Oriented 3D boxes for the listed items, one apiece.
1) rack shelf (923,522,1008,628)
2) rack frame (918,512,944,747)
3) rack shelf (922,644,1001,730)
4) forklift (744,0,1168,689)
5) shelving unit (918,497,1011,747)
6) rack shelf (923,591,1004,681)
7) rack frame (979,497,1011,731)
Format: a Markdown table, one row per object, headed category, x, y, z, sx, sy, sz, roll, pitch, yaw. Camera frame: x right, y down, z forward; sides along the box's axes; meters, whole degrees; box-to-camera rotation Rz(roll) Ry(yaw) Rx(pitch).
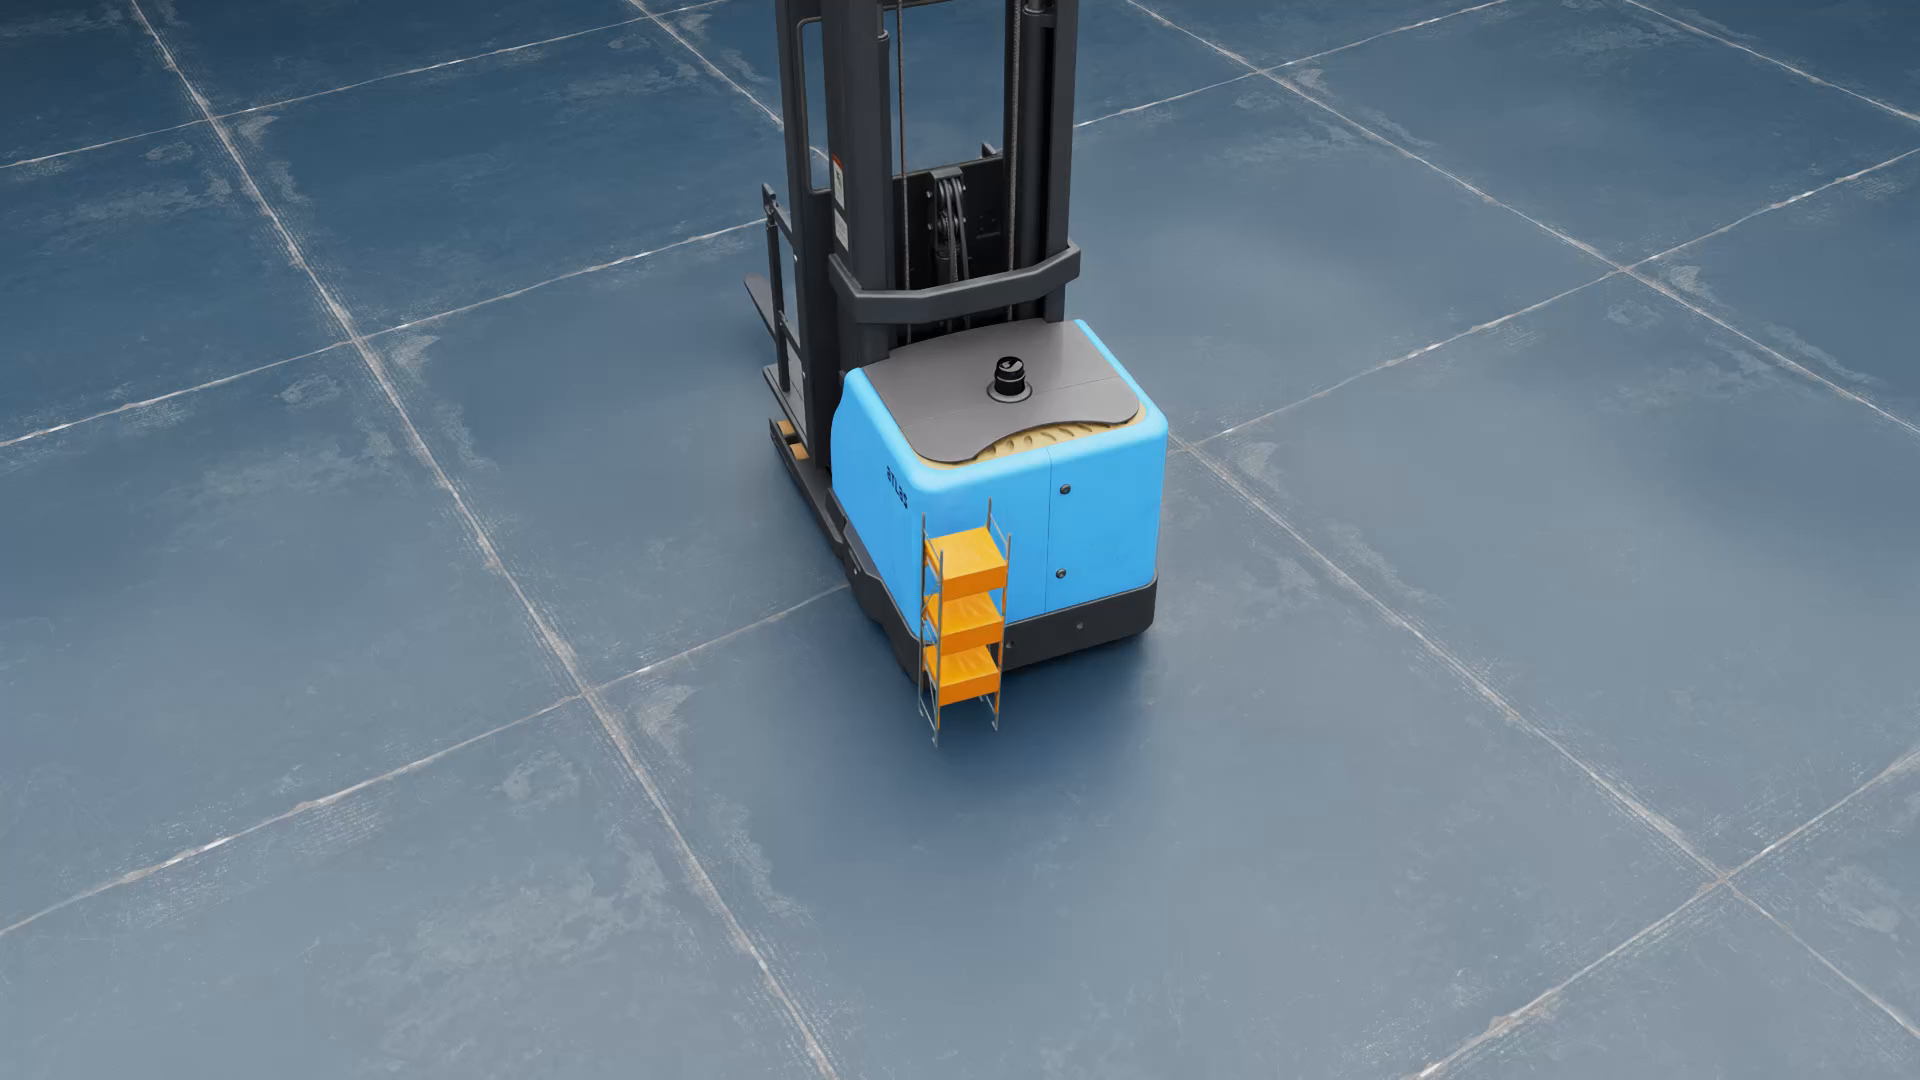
| category | x | y | z | sx | sy | sz | roll | pitch | yaw |
| --- | --- | --- | --- | --- | --- | --- | --- | --- | --- |
| rack shelf | 0.014 | 0.123 | 5.844 | 0.240 | 0.259 | 0.215 | -13 | 47 | -15 |
| rack frame | -0.108 | 0.345 | 6.003 | 0.008 | 1.050 | 0.200 | -13 | 47 | -15 |
| rack shelf | -0.002 | 0.523 | 6.238 | 0.240 | 0.259 | 0.215 | -13 | 47 | -15 |
| forklift | -0.232 | -1.496 | 6.756 | 1.130 | 2.935 | 3.031 | -14 | 42 | -17 |
| shelving unit | 0.006 | 0.318 | 6.036 | 0.252 | 1.050 | 0.215 | -13 | 47 | -15 |
| rack shelf | 0.006 | 0.325 | 6.043 | 0.240 | 0.259 | 0.215 | -13 | 47 | -15 |
| rack frame | 0.121 | 0.290 | 6.068 | 0.008 | 1.050 | 0.200 | -13 | 47 | -15 |
